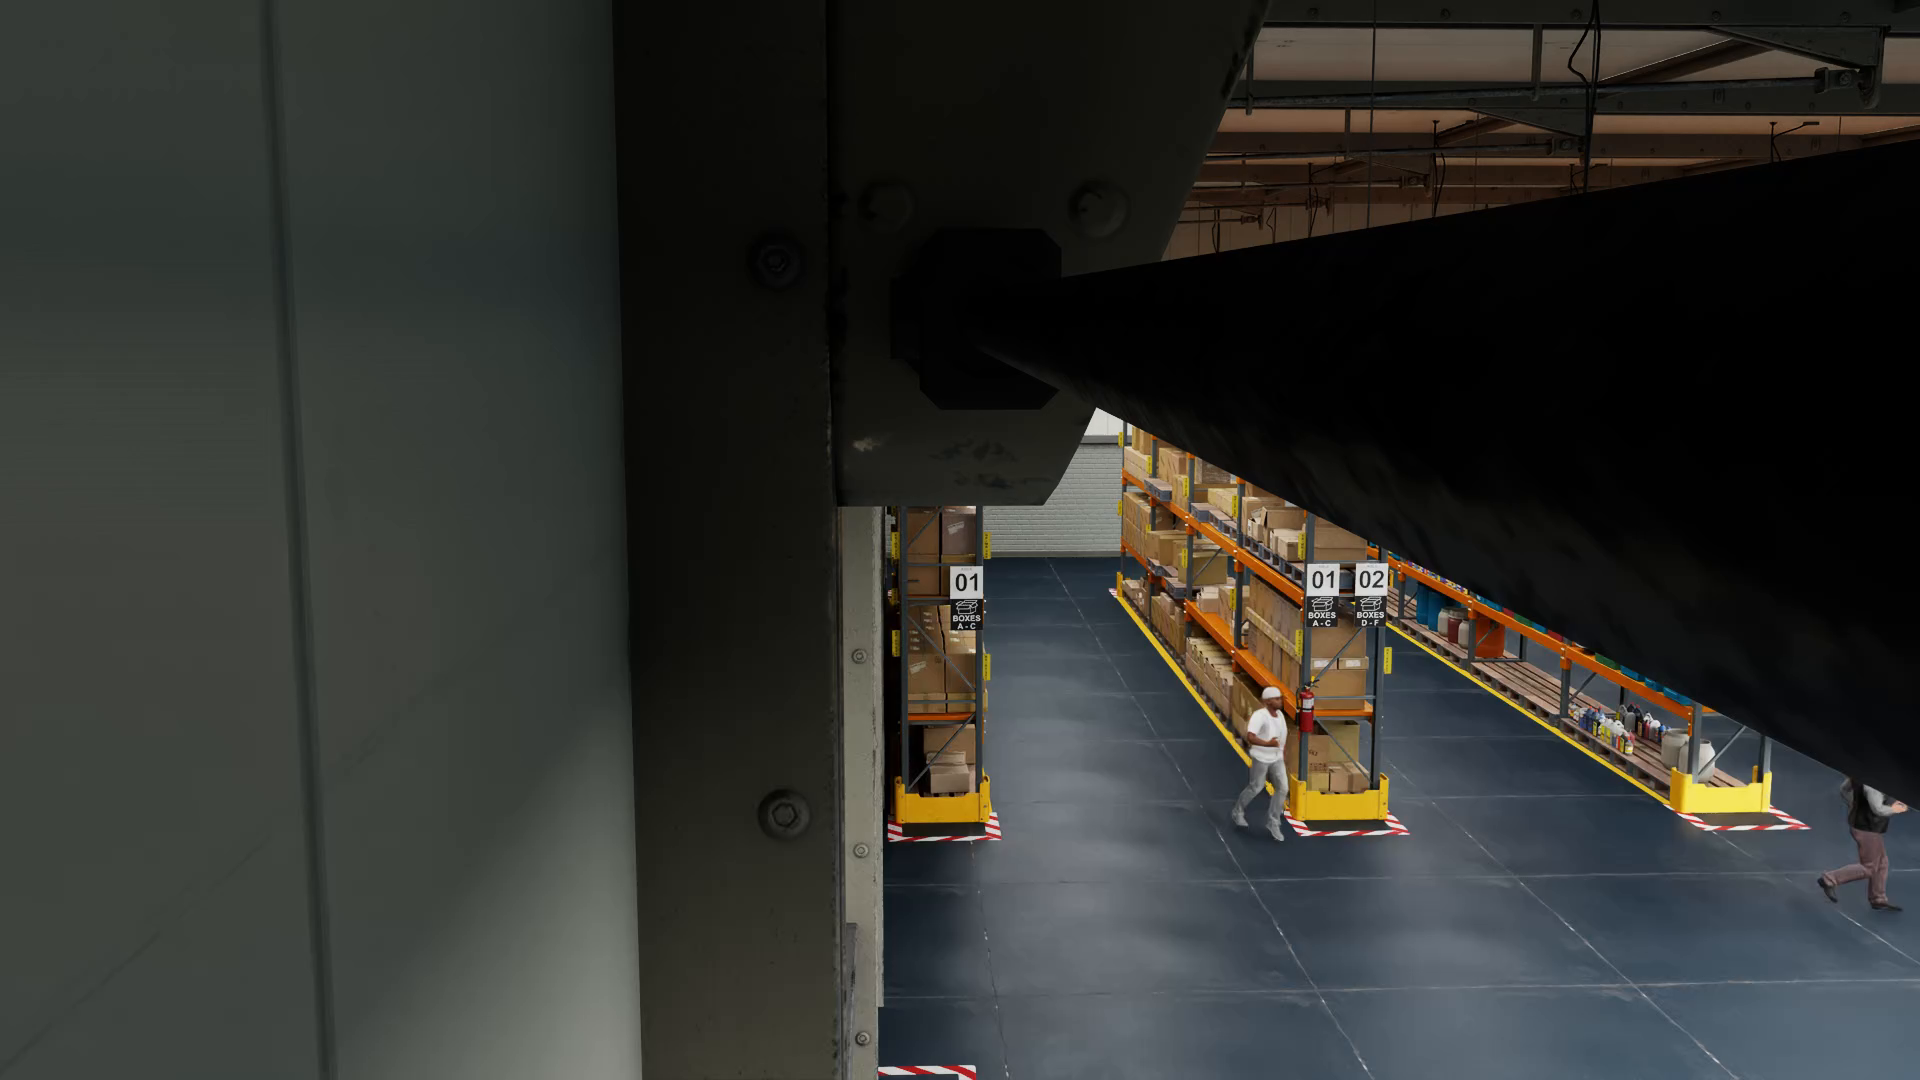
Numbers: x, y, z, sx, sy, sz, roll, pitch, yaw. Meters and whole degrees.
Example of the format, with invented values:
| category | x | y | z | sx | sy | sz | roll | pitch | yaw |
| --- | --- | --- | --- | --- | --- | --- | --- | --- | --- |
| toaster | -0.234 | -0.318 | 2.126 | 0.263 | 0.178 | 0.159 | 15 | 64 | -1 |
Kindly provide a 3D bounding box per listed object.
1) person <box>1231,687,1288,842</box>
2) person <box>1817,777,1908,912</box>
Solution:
| category | x | y | z | sx | sy | sz | roll | pitch | yaw |
| --- | --- | --- | --- | --- | --- | --- | --- | --- | --- |
| person | 3.695 | 2.650 | 20.019 | 0.729 | 1.795 | 0.783 | -6 | 10 | -37 |
| person | 9.470 | 3.042 | 17.423 | 0.859 | 1.699 | 0.673 | 2 | 8 | 13 |
